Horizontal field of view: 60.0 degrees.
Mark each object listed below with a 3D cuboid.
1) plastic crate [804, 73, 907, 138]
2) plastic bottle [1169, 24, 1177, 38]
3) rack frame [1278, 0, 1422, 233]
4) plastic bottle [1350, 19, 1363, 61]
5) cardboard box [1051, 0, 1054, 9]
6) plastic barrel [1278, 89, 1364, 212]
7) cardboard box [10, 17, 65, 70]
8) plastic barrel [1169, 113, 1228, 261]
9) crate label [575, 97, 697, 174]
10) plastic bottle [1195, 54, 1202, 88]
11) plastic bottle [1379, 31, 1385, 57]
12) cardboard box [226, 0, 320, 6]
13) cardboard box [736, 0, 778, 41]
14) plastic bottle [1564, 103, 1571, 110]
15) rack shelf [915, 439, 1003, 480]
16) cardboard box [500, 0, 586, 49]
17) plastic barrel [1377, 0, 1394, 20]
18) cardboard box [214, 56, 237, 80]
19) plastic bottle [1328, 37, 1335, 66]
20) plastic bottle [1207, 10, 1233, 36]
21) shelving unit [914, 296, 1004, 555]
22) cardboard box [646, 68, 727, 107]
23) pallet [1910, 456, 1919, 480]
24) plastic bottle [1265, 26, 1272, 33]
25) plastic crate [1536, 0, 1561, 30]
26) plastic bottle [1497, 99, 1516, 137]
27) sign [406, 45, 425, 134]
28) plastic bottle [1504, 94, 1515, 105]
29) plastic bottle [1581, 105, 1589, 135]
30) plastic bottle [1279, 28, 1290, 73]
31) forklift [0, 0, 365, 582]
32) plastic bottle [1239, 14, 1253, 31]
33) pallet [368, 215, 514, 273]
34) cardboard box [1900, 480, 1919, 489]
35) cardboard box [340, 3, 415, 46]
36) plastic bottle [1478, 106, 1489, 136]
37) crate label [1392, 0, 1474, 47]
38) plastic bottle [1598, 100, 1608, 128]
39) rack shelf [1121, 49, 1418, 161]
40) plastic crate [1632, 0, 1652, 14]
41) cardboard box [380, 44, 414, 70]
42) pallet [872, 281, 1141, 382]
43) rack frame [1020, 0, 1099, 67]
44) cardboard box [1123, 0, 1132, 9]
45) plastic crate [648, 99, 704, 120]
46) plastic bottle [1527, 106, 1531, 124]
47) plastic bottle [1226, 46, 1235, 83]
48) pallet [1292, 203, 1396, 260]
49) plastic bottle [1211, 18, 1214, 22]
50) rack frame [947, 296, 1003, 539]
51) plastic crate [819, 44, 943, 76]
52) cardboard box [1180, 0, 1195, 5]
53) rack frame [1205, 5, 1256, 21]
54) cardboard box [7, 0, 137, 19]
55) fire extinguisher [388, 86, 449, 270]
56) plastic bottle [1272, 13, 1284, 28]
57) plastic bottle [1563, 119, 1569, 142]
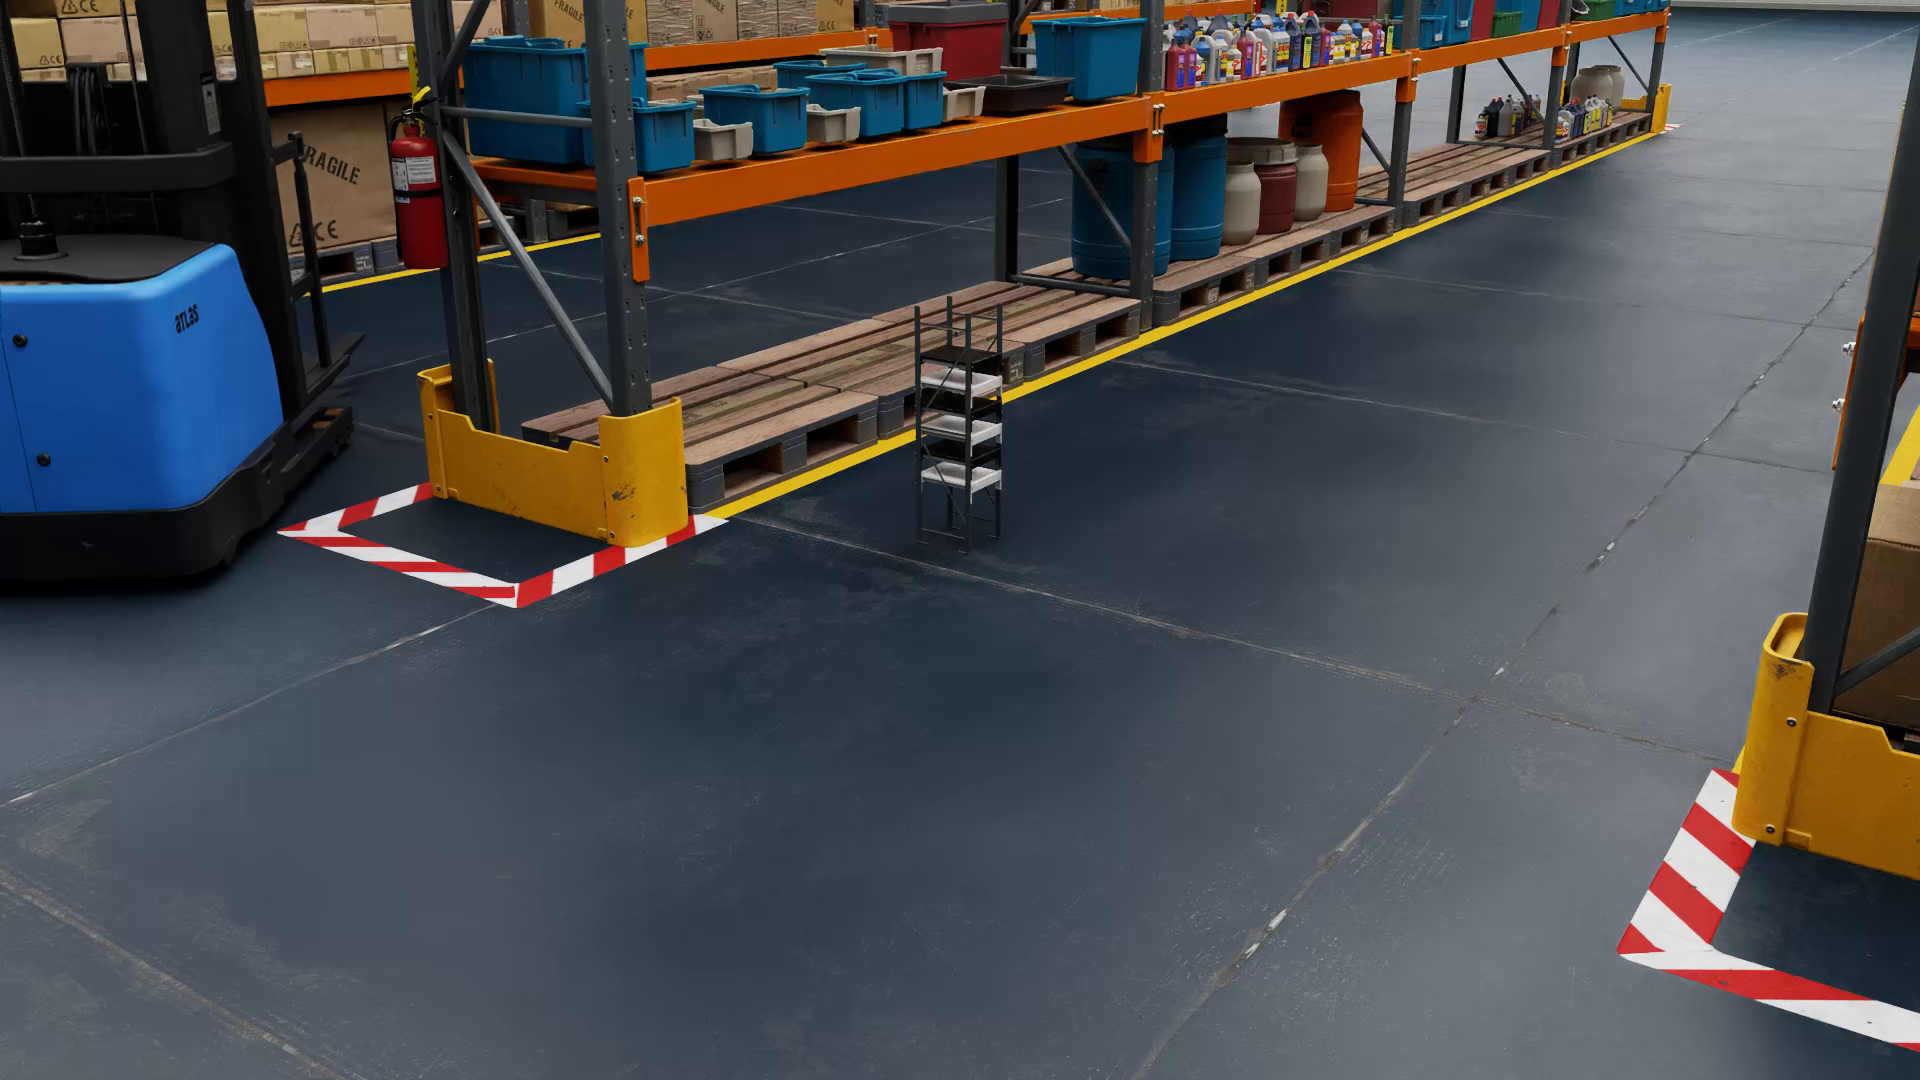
[{"bbox_3d":[-0.448,-1.875,7.165,0.416,0.233,0.300,13,24,32],"label":"plastic crate"},{"bbox_3d":[1.298,-3.161,10.667,0.152,0.276,0.135,13,24,32],"label":"plastic bottle"},{"bbox_3d":[2.898,-3.836,12.313,1.000,3.000,0.127,13,24,32],"label":"rack frame"},{"bbox_3d":[2.704,-3.425,11.387,0.097,0.271,0.097,0,20,0],"label":"plastic bottle"},{"bbox_3d":[0.928,-5.951,18.392,0.380,0.149,0.250,13,24,32],"label":"cardboard box"},{"bbox_3d":[2.637,-2.872,12.228,0.600,0.830,0.708,13,24,32],"label":"plastic barrel"},{"bbox_3d":[-5.202,-2.661,8.923,0.500,0.250,0.500,13,24,30],"label":"cardboard box"},{"bbox_3d":[1.367,-2.258,10.464,0.600,0.901,0.708,13,24,32],"label":"plastic barrel"},{"bbox_3d":[-1.188,-1.497,6.144,0.416,0.233,0.303,13,24,32],"label":"crate label"},{"bbox_3d":[1.333,-2.693,9.507,0.097,0.201,0.097,0,20,0],"label":"plastic bottle"},{"bbox_3d":[2.943,-3.515,11.729,0.097,0.201,0.097,0,20,0],"label":"plastic bottle"},{"bbox_3d":[-4.500,-3.698,10.645,0.500,0.500,0.500,12,24,30],"label":"cardboard box"},{"bbox_3d":[-1.845,-4.368,13.605,0.500,0.500,0.500,12,24,30],"label":"cardboard box"},{"bbox_3d":[6.152,-4.262,16.754,0.152,0.276,0.135,13,24,32],"label":"plastic bottle"},{"bbox_3d":[-0.005,-0.304,6.145,0.258,0.077,0.200,13,24,32],"label":"rack shelf"},{"bbox_3d":[-2.982,-3.785,12.029,0.500,0.500,0.500,13,24,32],"label":"cardboard box"},{"bbox_3d":[3.300,-4.226,13.204,0.421,0.512,0.421,0,20,0],"label":"plastic barrel"},{"bbox_3d":[-4.502,-2.796,9.863,0.380,0.149,0.250,13,24,31],"label":"cardboard box"},{"bbox_3d":[2.431,-3.253,11.021,0.097,0.201,0.097,0,20,0],"label":"plastic bottle"},{"bbox_3d":[1.716,-3.318,10.983,0.144,0.351,0.185,13,24,32],"label":"plastic bottle"},{"bbox_3d":[-0.005,-0.420,6.103,0.258,0.900,0.210,13,24,32],"label":"shelving unit"},{"bbox_3d":[-2.602,-3.299,13.318,1.225,0.875,0.875,12,24,30],"label":"cardboard box"},{"bbox_3d":[4.357,-0.217,6.547,1.003,0.211,1.213,13,24,32],"label":"pallet"},{"bbox_3d":[1.954,-3.131,10.591,0.097,0.271,0.097,0,20,0],"label":"plastic bottle"},{"bbox_3d":[5.127,-4.816,14.868,0.402,0.464,0.583,13,24,32],"label":"plastic crate"},{"bbox_3d":[5.389,-4.161,16.374,0.144,0.351,0.185,13,24,32],"label":"plastic bottle"},{"bbox_3d":[-2.063,-1.720,6.357,0.100,0.325,0.005,13,24,32],"label":"sign"},{"bbox_3d":[5.560,-4.337,16.850,0.144,0.351,0.185,13,24,31],"label":"plastic bottle"},{"bbox_3d":[6.177,-4.161,16.470,0.061,0.283,0.133,15,25,34],"label":"plastic bottle"},{"bbox_3d":[2.018,-3.075,10.440,0.097,0.271,0.097,0,20,0],"label":"plastic bottle"},{"bbox_3d":[-3.246,-1.693,6.617,1.130,2.935,3.031,-2,20,-5],"label":"forklift"},{"bbox_3d":[2.014,-3.558,11.729,0.061,0.283,0.133,13,24,32],"label":"plastic bottle"},{"bbox_3d":[-3.939,-2.144,11.757,1.003,0.211,1.213,13,24,32],"label":"pallet"},{"bbox_3d":[3.156,0.038,5.167,0.500,0.250,0.500,13,24,32],"label":"cardboard box"},{"bbox_3d":[-3.767,-3.397,10.913,0.500,0.250,0.500,14,25,33],"label":"cardboard box"},{"bbox_3d":[5.144,-4.119,16.358,0.061,0.283,0.133,15,25,34],"label":"plastic bottle"},{"bbox_3d":[3.680,-4.085,12.935,0.502,0.435,0.616,13,24,32],"label":"crate label"},{"bbox_3d":[6.561,-4.381,17.078,0.152,0.276,0.135,13,24,32],"label":"plastic bottle"},{"bbox_3d":[1.774,-2.925,10.886,1.077,0.370,4.000,13,24,32],"label":"rack shelf"},{"bbox_3d":[6.991,-5.675,17.497,0.499,0.251,0.408,13,24,32],"label":"plastic crate"},{"bbox_3d":[-3.781,-3.164,10.858,0.380,0.149,0.250,14,24,33],"label":"cardboard box"},{"bbox_3d":[0.268,-1.162,9.103,1.003,0.211,1.213,13,24,32],"label":"pallet"},{"bbox_3d":[1.050,-5.950,18.027,1.000,3.000,0.127,13,24,32],"label":"rack frame"},{"bbox_3d":[1.689,-5.982,18.474,0.380,0.149,0.250,13,24,32],"label":"cardboard box"},{"bbox_3d":[-1.116,-1.795,7.088,0.396,0.136,0.243,13,24,32],"label":"plastic crate"},{"bbox_3d":[5.925,-4.501,17.408,0.097,0.271,0.097,0,20,0],"label":"plastic bottle"},{"bbox_3d":[1.573,-2.815,9.838,0.097,0.201,0.097,0,20,0],"label":"plastic bottle"},{"bbox_3d":[2.489,-2.294,12.163,1.003,0.211,1.213,13,24,32],"label":"pallet"},{"bbox_3d":[1.700,-3.398,11.296,0.061,0.283,0.133,13,24,32],"label":"plastic bottle"},{"bbox_3d":[0.053,-0.449,6.181,0.240,0.900,0.006,13,24,32],"label":"rack frame"},{"bbox_3d":[-0.361,-2.259,8.133,0.437,0.282,0.530,13,24,32],"label":"plastic crate"},{"bbox_3d":[2.553,-6.407,19.625,0.380,0.149,0.250,13,24,32],"label":"cardboard box"},{"bbox_3d":[3.299,-7.098,21.130,1.000,3.000,0.127,13,24,32],"label":"rack frame"},{"bbox_3d":[-4.921,-3.156,9.181,0.500,0.500,0.500,13,24,31],"label":"cardboard box"},{"bbox_3d":[-2.060,-1.375,6.308,0.296,0.674,0.183,13,24,32],"label":"fire extinguisher"},{"bbox_3d":[2.299,-3.687,12.095,0.097,0.271,0.097,0,20,0],"label":"plastic bottle"},{"bbox_3d":[5.802,-3.942,15.999,0.097,0.201,0.097,0,20,0],"label":"plastic bottle"}]
